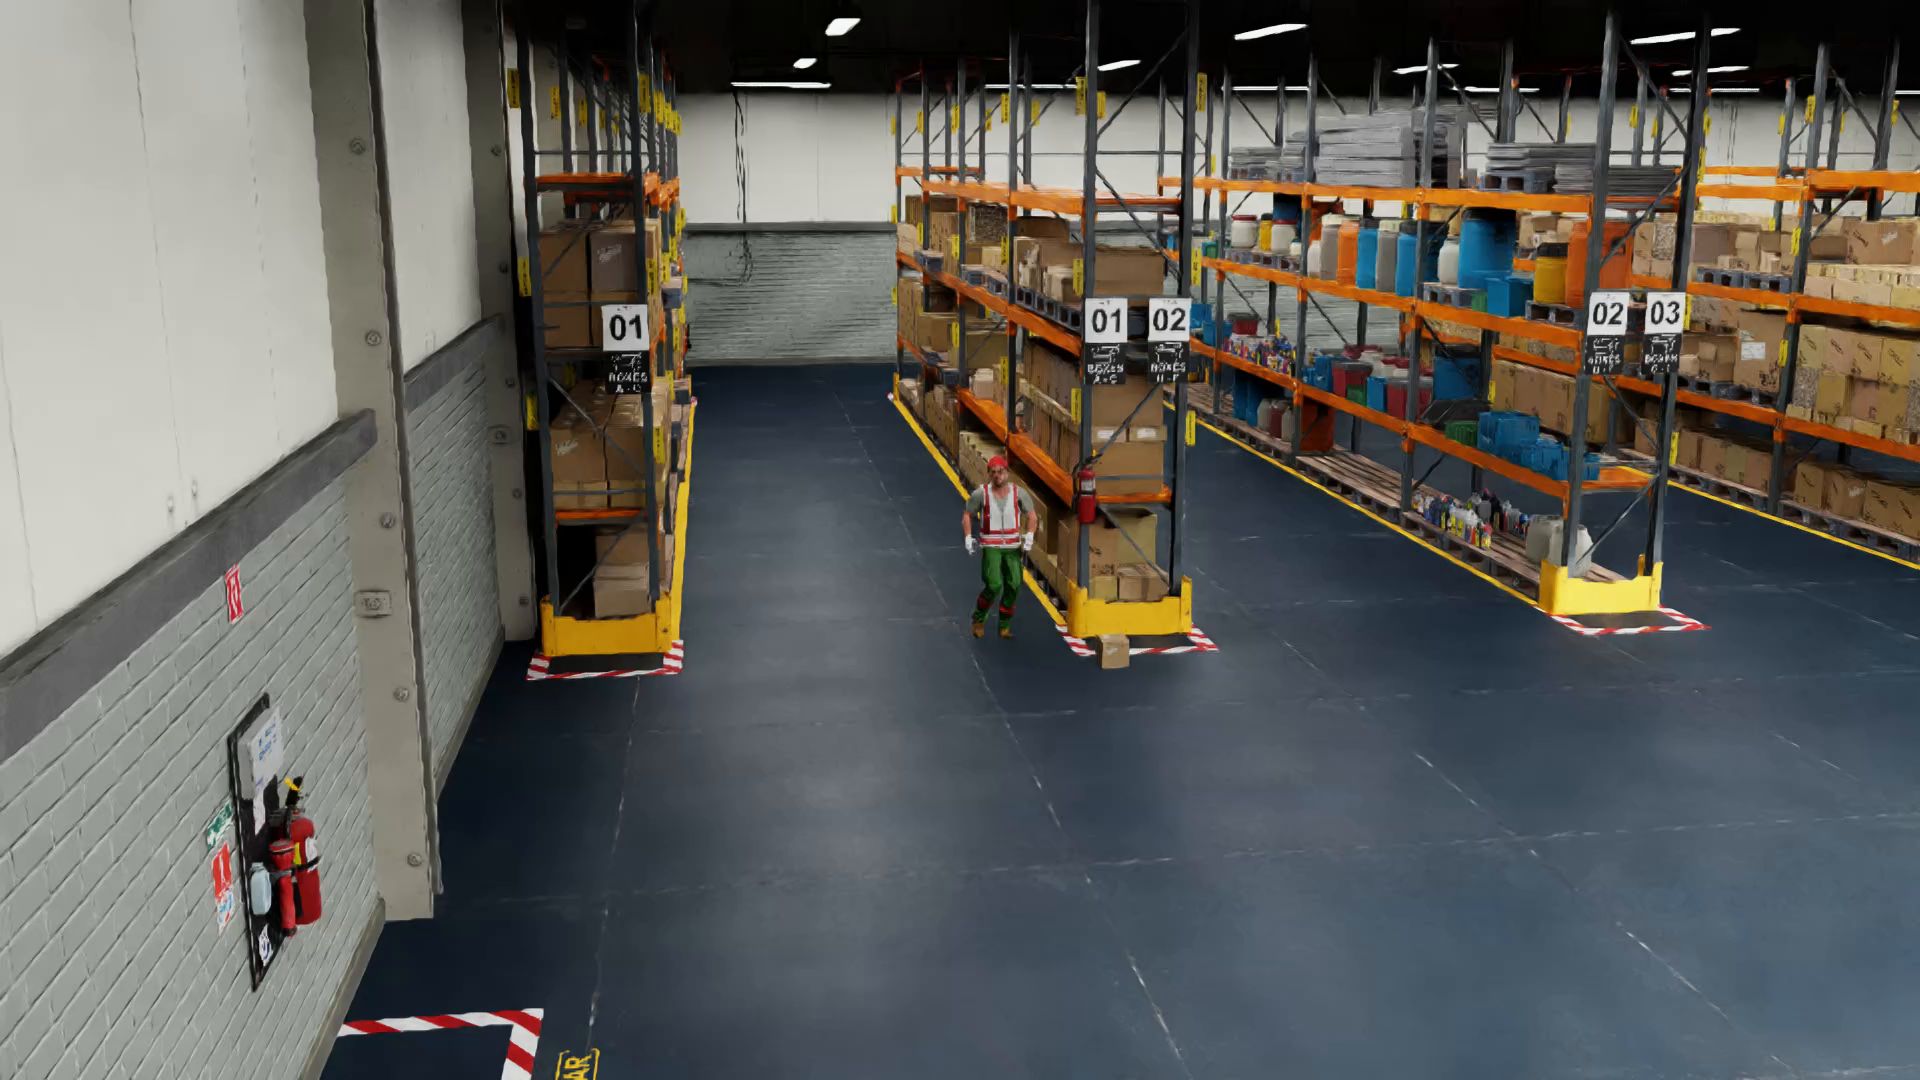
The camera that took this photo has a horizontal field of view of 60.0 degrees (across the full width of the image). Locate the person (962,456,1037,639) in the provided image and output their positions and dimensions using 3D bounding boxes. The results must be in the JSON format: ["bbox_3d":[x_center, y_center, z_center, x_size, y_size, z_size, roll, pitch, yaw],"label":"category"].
[{"bbox_3d":[0.403,0.079,15.671,0.710,1.751,0.512,-4,13,-15],"label":"person"}]
